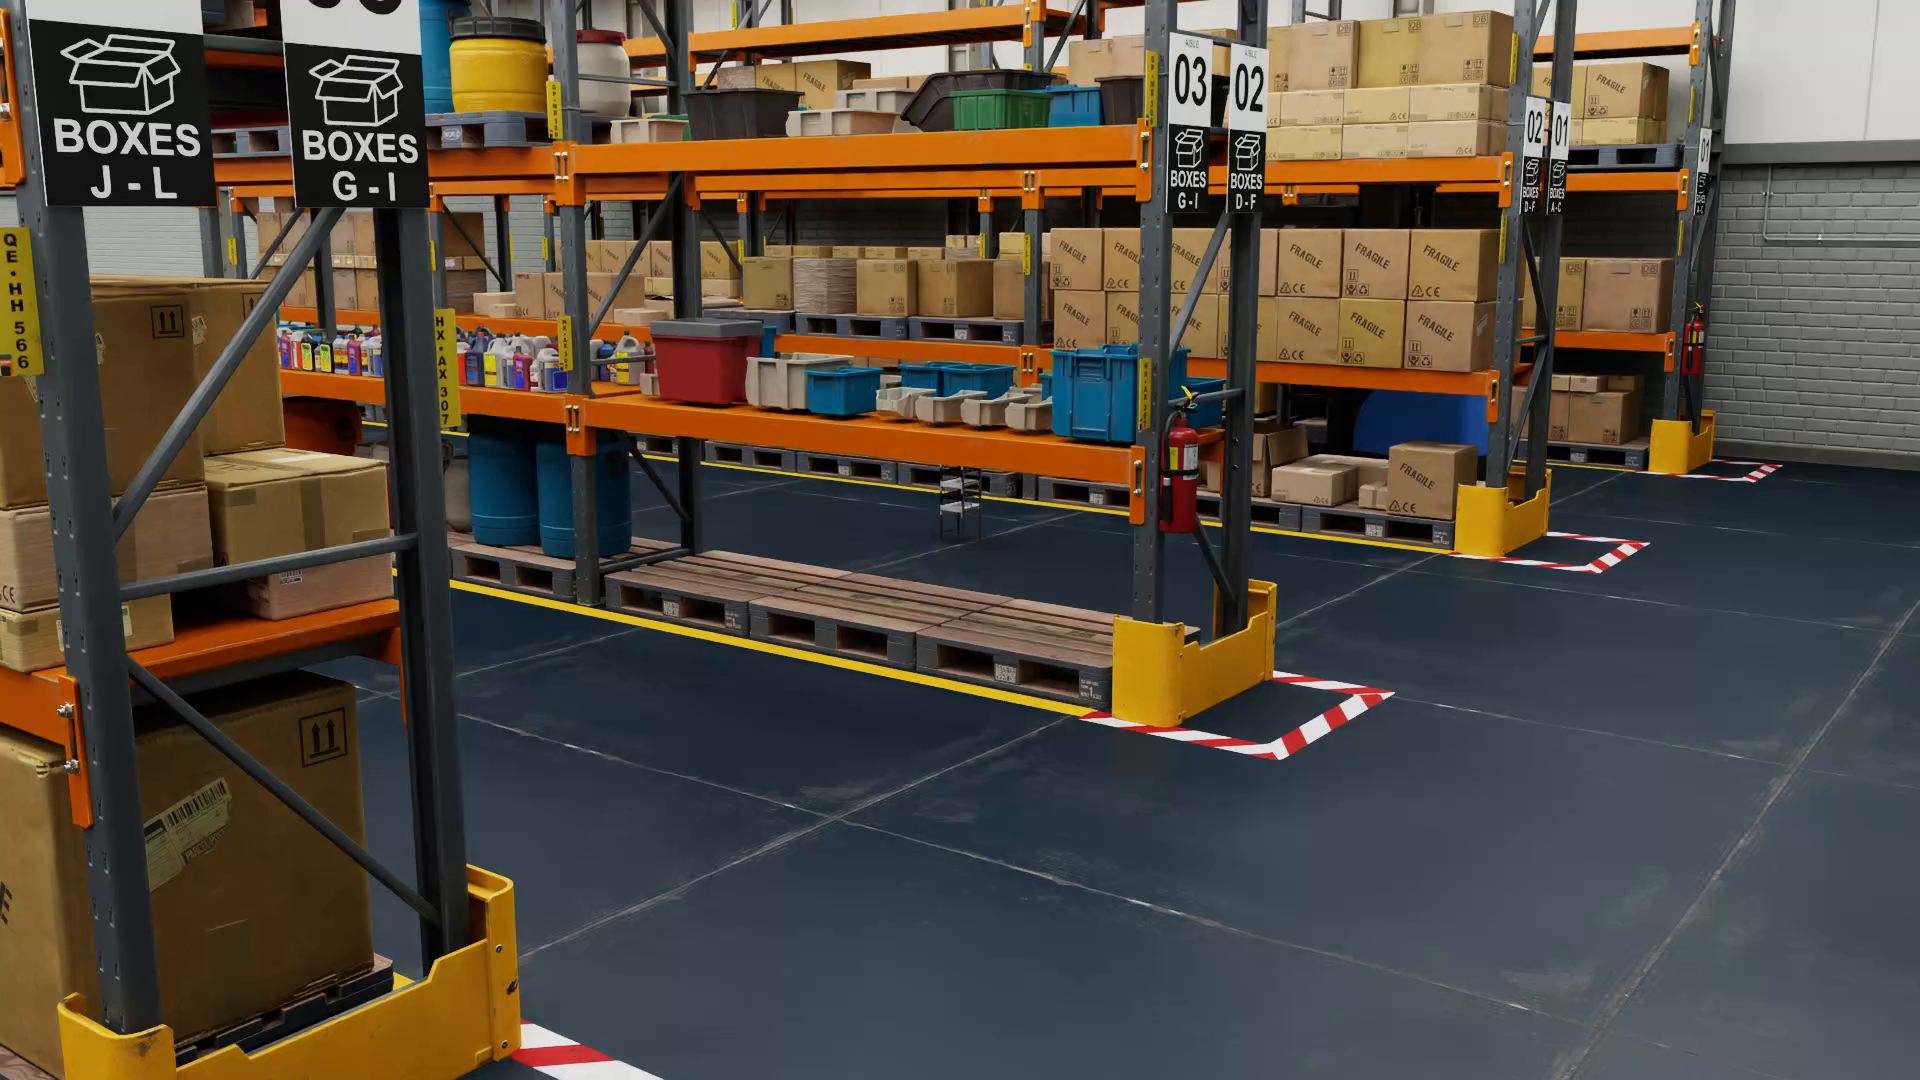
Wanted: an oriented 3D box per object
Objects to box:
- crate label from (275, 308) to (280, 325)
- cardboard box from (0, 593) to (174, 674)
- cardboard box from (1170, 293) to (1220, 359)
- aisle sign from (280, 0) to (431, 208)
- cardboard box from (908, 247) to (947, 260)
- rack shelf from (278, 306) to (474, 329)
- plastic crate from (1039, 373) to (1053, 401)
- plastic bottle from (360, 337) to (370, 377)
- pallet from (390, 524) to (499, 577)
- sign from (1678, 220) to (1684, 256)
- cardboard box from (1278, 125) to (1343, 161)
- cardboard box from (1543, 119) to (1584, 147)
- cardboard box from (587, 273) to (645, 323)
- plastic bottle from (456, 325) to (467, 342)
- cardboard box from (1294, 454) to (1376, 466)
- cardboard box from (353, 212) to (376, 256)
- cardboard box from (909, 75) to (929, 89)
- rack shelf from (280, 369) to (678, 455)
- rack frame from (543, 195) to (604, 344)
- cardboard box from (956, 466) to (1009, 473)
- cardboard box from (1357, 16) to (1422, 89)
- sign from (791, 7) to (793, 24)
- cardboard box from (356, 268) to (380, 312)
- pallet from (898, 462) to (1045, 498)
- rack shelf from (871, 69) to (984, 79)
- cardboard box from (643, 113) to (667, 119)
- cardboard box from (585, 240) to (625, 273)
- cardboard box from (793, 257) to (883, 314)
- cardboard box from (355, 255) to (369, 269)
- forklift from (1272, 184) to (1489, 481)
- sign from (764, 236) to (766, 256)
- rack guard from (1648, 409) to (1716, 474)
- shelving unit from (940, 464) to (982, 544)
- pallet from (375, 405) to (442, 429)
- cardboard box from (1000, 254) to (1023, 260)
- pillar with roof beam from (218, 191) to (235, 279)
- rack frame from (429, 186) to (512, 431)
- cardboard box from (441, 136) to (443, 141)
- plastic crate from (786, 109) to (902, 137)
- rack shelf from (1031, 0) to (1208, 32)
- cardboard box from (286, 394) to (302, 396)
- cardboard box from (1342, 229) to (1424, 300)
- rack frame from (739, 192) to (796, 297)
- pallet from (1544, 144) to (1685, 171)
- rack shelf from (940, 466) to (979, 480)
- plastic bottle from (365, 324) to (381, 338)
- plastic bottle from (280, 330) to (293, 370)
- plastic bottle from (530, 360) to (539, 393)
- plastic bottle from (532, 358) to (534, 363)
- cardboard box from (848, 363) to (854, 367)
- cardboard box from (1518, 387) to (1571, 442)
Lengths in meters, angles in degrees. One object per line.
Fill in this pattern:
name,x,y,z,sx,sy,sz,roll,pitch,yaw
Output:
crate label,-5.918,-1.753,13.600,0.616,0.435,0.502,8,13,36
cardboard box,-2.243,0.209,4.214,0.250,0.149,0.380,8,14,37
cardboard box,1.947,-1.727,13.297,0.500,0.500,0.500,8,13,35
aisle sign,-1.526,-1.239,4.193,0.004,0.787,0.394,8,13,36
cardboard box,-0.265,-3.474,21.169,0.500,0.500,0.700,6,13,30
rack shelf,-7.179,-2.662,20.285,4.000,0.370,1.077,8,13,36
plastic crate,0.636,-0.783,8.960,0.300,0.233,0.416,8,13,36
plastic bottle,-4.112,-1.274,11.557,0.097,0.271,0.097,0,11,0
pallet,-3.638,0.006,11.943,1.213,0.211,1.003,8,13,36
sign,6.702,-2.803,15.449,0.005,0.325,0.100,8,13,36
cardboard box,2.728,-2.970,12.480,0.500,0.250,0.500,8,13,36
cardboard box,5.867,-3.954,16.200,0.500,0.250,0.500,7,13,33
cardboard box,-3.705,-2.576,17.683,0.500,0.500,0.500,7,13,33
plastic bottle,-3.674,-1.425,12.130,0.185,0.351,0.144,8,13,36
cardboard box,3.029,-0.524,13.422,0.500,0.250,0.500,8,13,36
cardboard box,-6.739,-3.638,19.759,0.500,0.500,0.700,8,13,36
cardboard box,-0.033,-3.807,14.783,0.600,0.600,0.600,8,13,35
rack shelf,-3.666,-1.004,11.719,4.000,0.370,1.077,8,13,36
rack frame,-5.862,-3.999,25.301,0.127,3.000,1.000,8,13,36
cardboard box,0.314,-0.891,14.661,0.500,0.500,0.500,8,13,35
cardboard box,3.329,-3.578,12.335,0.500,0.500,0.700,8,13,36
sign,-2.314,-7.116,22.746,0.005,0.325,0.100,8,13,36
cardboard box,-6.759,-3.003,19.894,0.500,0.500,0.700,8,14,36
pallet,0.203,-0.607,15.113,1.213,0.211,1.003,8,13,36
rack shelf,-1.026,-5.720,21.351,4.000,0.370,1.077,8,13,36
cardboard box,-4.077,-5.703,23.267,0.500,0.500,0.500,7,13,34
cardboard box,-5.262,-4.146,24.432,0.500,0.500,0.500,8,14,36
cardboard box,-1.144,-2.410,15.721,0.700,0.500,0.500,-10,15,-42
cardboard box,-6.935,-3.298,19.711,0.250,0.149,0.380,8,14,37
forklift,3.552,-2.081,15.570,3.031,2.935,1.130,9,14,39
sign,-2.029,-2.954,17.062,0.005,0.325,0.100,8,13,36
rack guard,7.054,-0.970,16.227,0.348,0.500,1.175,8,13,36
shelving unit,0.007,-0.441,12.439,0.210,0.900,0.258,8,13,36
pallet,-6.183,-1.517,19.815,1.213,0.211,1.003,8,13,36
cardboard box,0.826,-3.210,20.128,0.500,0.500,0.500,8,14,37
pillar with roof beam,-17.006,-7.688,28.576,0.548,9.000,9.100,8,13,36
rack frame,-5.567,-2.790,19.055,0.127,3.000,1.000,8,13,36
cardboard box,-5.817,-4.684,19.208,0.500,0.500,0.500,9,14,40
plastic crate,-0.642,-2.221,8.908,0.530,0.136,0.437,8,13,36
rack shelf,2.493,-4.256,12.742,4.000,0.370,1.077,8,13,36
cardboard box,-8.085,-1.946,20.825,0.500,0.250,0.500,8,13,36
cardboard box,3.176,-2.046,12.310,0.500,0.500,0.500,8,14,37
rack frame,-2.638,-3.549,22.977,0.127,3.000,1.000,8,13,36
pallet,6.430,-3.711,16.149,1.213,0.211,1.003,8,13,36
rack shelf,0.007,-0.497,12.429,0.200,0.077,0.258,8,13,36
plastic bottle,-4.513,-1.519,12.792,0.133,0.283,0.061,8,13,36
plastic bottle,-4.882,-1.383,12.089,0.133,0.283,0.061,8,13,36
plastic bottle,-2.672,-1.039,10.526,0.097,0.201,0.097,0,11,0
plastic bottle,-2.744,-1.063,10.651,0.097,0.201,0.097,0,11,0
cardboard box,-1.402,-1.622,16.467,0.500,0.250,0.500,9,14,38
cardboard box,6.008,-1.298,16.819,0.500,0.500,0.700,8,13,35
